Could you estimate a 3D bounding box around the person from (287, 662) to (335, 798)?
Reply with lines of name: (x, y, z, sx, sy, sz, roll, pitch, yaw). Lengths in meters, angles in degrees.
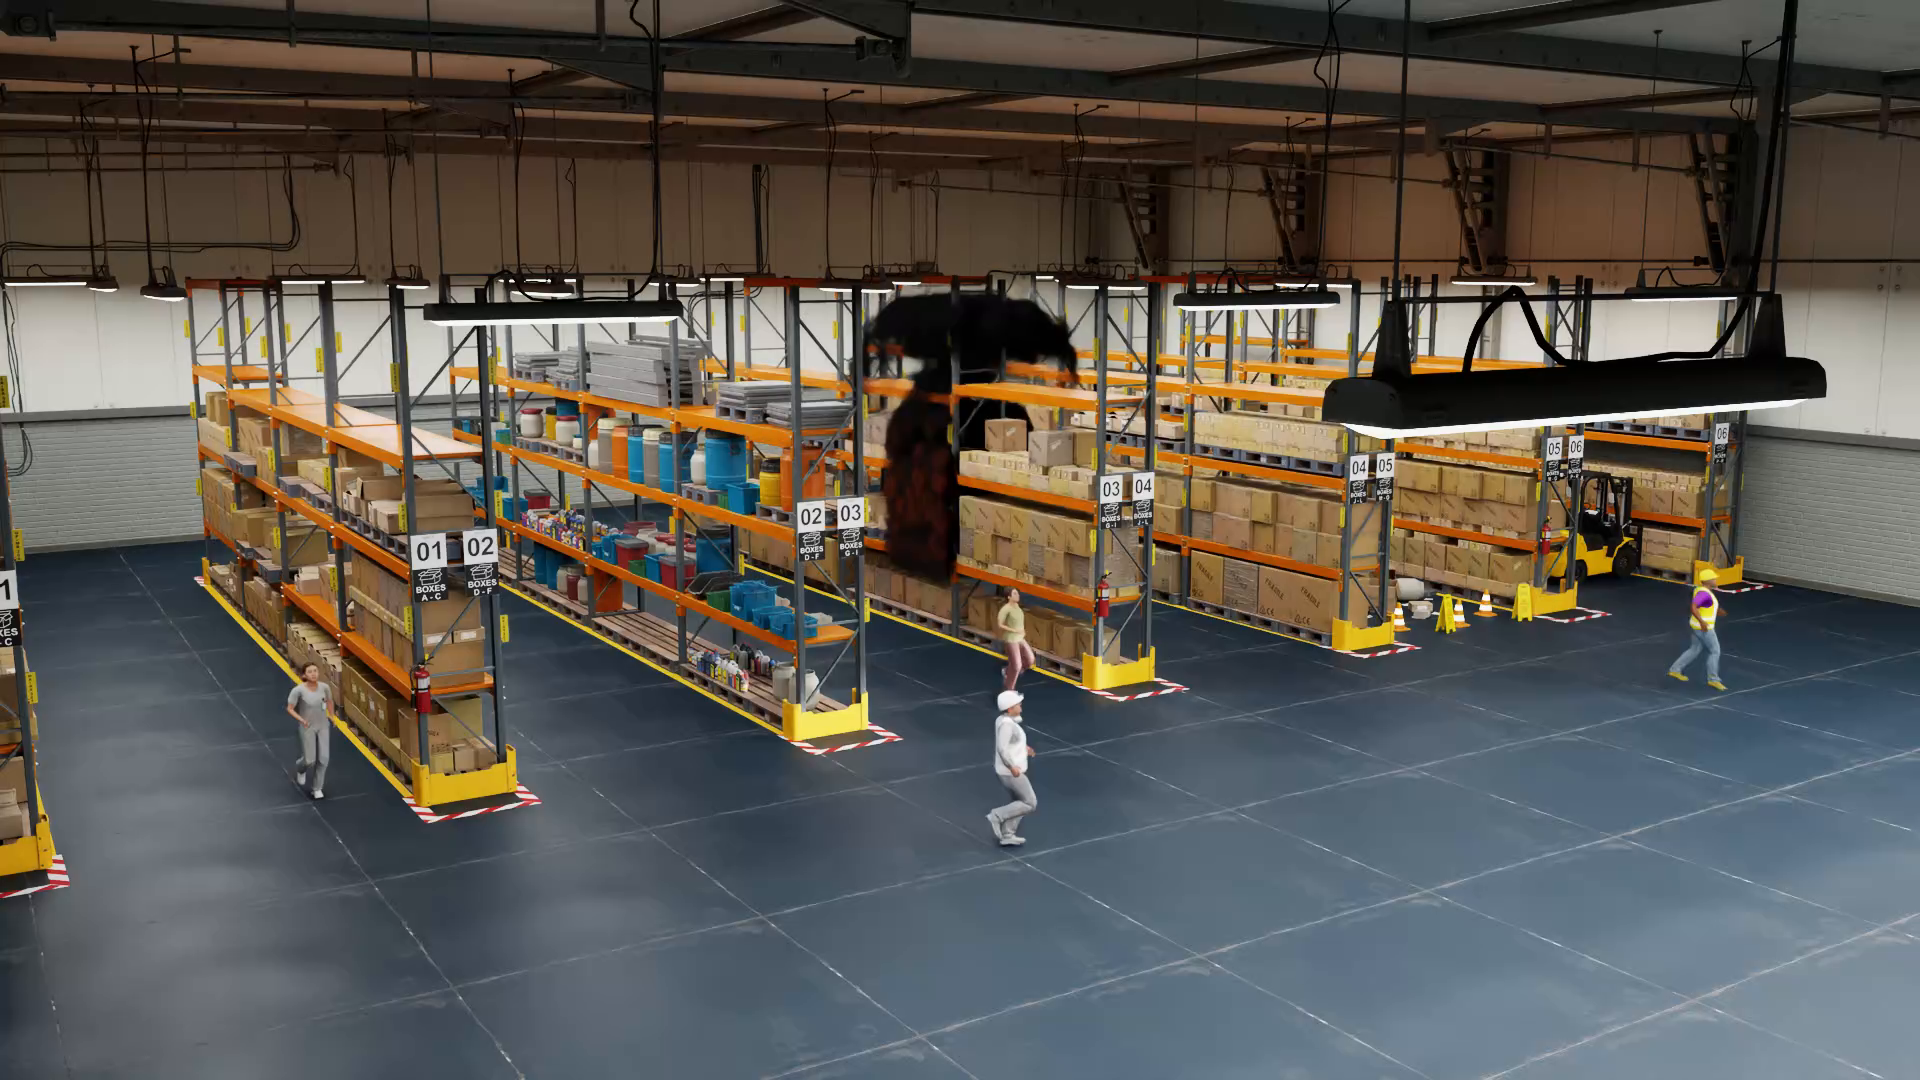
person: (-7.717, 2.237, 19.824, 0.555, 1.623, 0.591, -8, 13, -40)

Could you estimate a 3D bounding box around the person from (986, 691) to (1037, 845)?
person: (0.556, 2.484, 18.068, 0.553, 1.731, 0.706, 0, 10, -3)

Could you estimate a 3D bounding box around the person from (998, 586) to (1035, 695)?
person: (0.801, 1.477, 24.302, 0.523, 1.629, 0.639, 6, 11, 32)

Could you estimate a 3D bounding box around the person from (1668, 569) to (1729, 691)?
person: (11.060, 1.332, 24.783, 0.826, 1.813, 0.716, 2, 10, 12)
